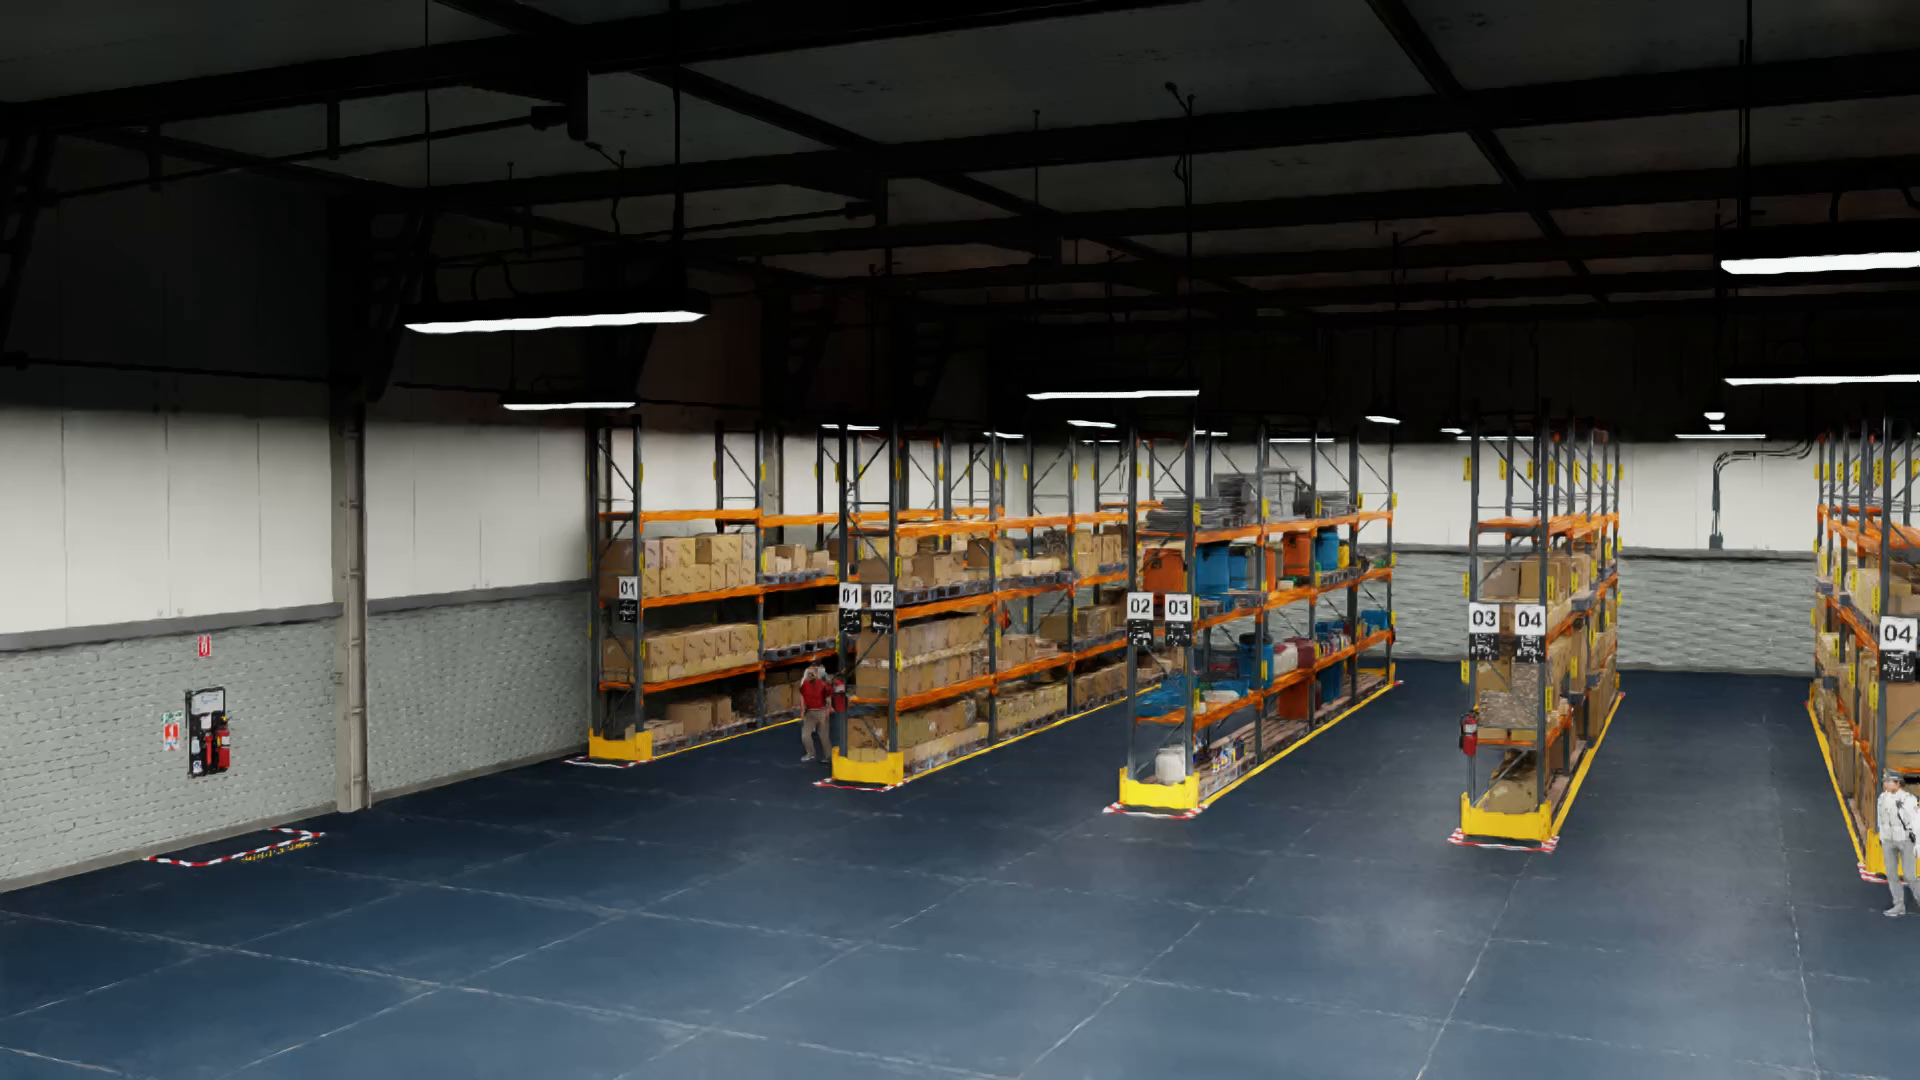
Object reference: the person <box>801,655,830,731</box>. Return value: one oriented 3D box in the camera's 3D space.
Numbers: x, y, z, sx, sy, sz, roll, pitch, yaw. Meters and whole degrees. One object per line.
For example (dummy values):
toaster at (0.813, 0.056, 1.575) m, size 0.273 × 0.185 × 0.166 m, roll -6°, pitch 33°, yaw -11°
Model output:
person at (-2.716, 2.941, 31.581) m, size 0.552 × 1.493 × 0.788 m, roll 0°, pitch 2°, yaw 7°

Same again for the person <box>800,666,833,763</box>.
person at (-2.464, 2.992, 28.608) m, size 0.682 × 1.676 × 0.535 m, roll 1°, pitch 3°, yaw 23°

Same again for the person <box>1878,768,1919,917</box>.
person at (10.644, 3.399, 18.759) m, size 0.534 × 1.668 × 0.531 m, roll -1°, pitch 3°, yaw -28°
